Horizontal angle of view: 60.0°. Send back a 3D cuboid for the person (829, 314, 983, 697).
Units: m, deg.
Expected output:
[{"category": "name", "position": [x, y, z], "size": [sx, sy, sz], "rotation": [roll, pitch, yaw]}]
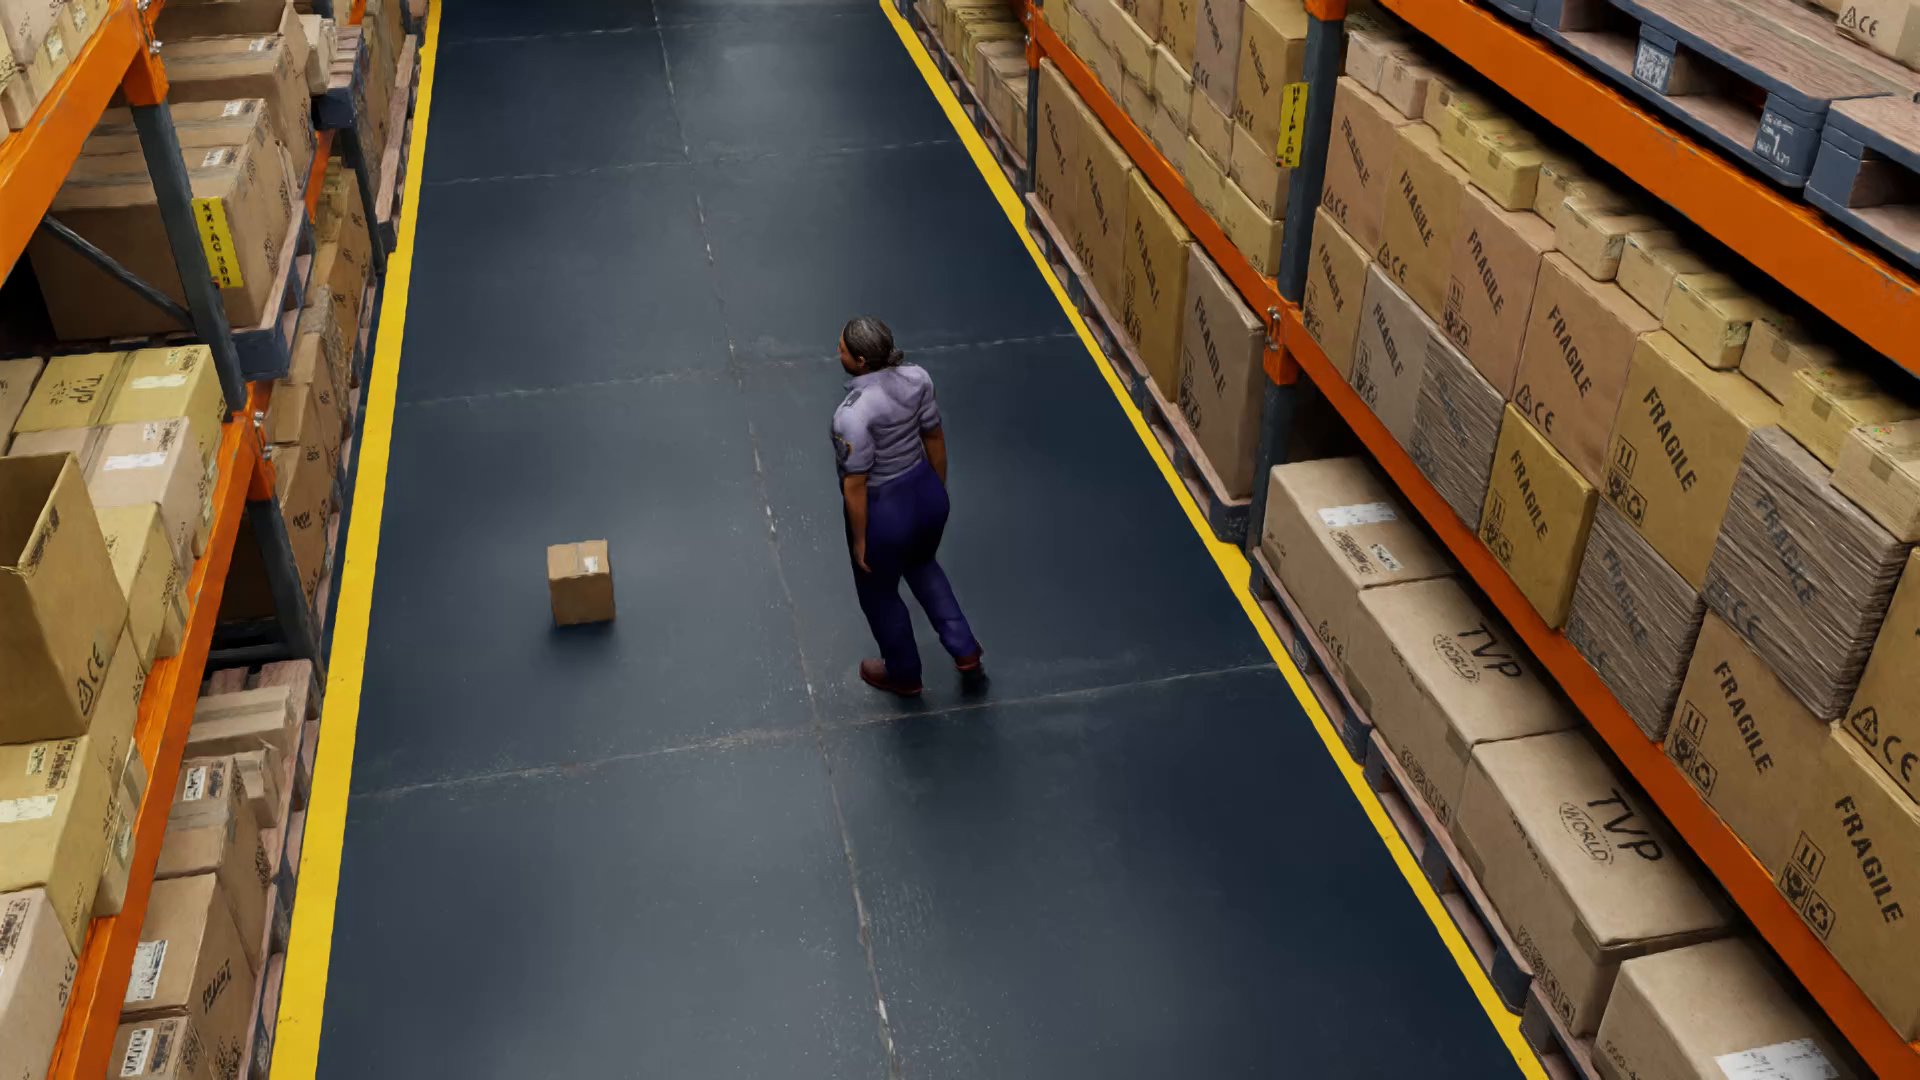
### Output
[{"category": "person", "position": [-0.192, -0.090, 6.288], "size": [0.530, 1.640, 0.556], "rotation": [27, 43, 33]}]
